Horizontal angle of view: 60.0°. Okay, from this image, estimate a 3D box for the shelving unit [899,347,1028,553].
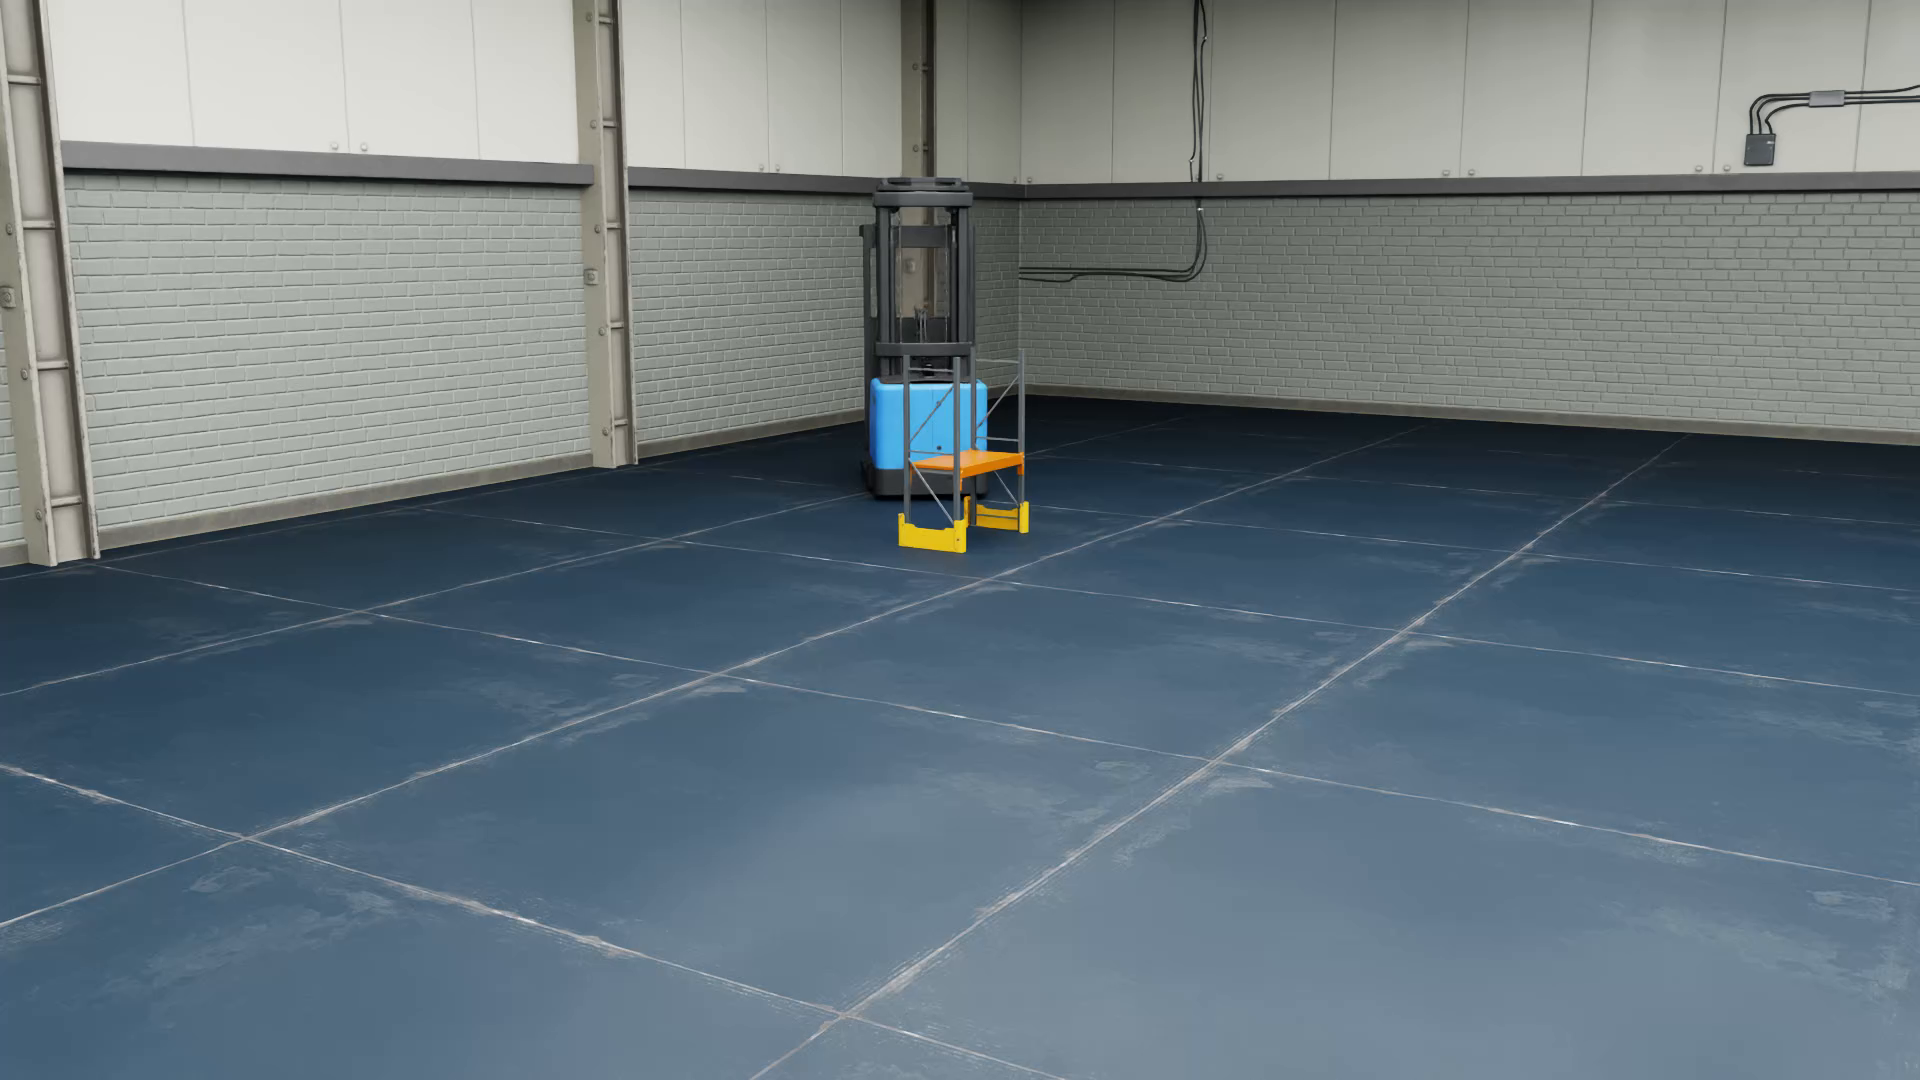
[{"bbox_3d":[0.040,-0.749,13.295,0.587,1.500,1.083,6,12,31],"label":"shelving unit"}]

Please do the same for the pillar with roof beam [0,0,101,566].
[{"bbox_3d":[-3.091,-3.862,9.543,9.100,9.000,0.400,6,12,31],"label":"pillar with roof beam"}]

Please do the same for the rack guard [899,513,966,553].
[{"bbox_3d":[-0.219,-0.057,12.991,0.587,0.250,0.087,6,12,31],"label":"rack guard"}]

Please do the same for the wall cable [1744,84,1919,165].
[{"bbox_3d":[10.225,-7.260,18.449,2.305,6.003,0.169,6,12,31],"label":"wall cable"}]

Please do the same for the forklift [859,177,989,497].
[{"bbox_3d":[-0.419,-2.063,16.421,1.130,2.935,3.031,-1,11,-6],"label":"forklift"}]

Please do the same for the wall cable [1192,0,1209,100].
[{"bbox_3d":[4.432,-7.195,22.061,3.097,2.526,0.112,6,12,31],"label":"wall cable"}]

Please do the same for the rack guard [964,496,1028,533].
[{"bbox_3d":[0.298,-0.213,13.828,0.587,0.250,0.087,6,12,31],"label":"rack guard"}]

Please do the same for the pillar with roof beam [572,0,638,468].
[{"bbox_3d":[0.024,-4.806,14.583,9.100,9.000,0.400,6,12,31],"label":"pillar with roof beam"}]

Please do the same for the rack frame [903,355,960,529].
[{"bbox_3d":[-0.220,-0.671,12.875,0.500,1.500,0.032,6,12,31],"label":"rack frame"}]

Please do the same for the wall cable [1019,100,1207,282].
[{"bbox_3d":[2.120,-4.971,23.906,3.097,2.526,0.112,6,12,31],"label":"wall cable"}]

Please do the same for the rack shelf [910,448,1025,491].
[{"bbox_3d":[0.044,-0.574,13.335,0.538,0.185,1.000,6,12,31],"label":"rack shelf"}]

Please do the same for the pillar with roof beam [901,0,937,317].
[{"bbox_3d":[3.139,-5.749,19.623,9.100,9.000,0.400,6,12,31],"label":"pillar with roof beam"}]

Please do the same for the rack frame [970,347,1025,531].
[{"bbox_3d":[0.308,-0.831,13.729,0.500,1.500,0.032,6,12,31],"label":"rack frame"}]
